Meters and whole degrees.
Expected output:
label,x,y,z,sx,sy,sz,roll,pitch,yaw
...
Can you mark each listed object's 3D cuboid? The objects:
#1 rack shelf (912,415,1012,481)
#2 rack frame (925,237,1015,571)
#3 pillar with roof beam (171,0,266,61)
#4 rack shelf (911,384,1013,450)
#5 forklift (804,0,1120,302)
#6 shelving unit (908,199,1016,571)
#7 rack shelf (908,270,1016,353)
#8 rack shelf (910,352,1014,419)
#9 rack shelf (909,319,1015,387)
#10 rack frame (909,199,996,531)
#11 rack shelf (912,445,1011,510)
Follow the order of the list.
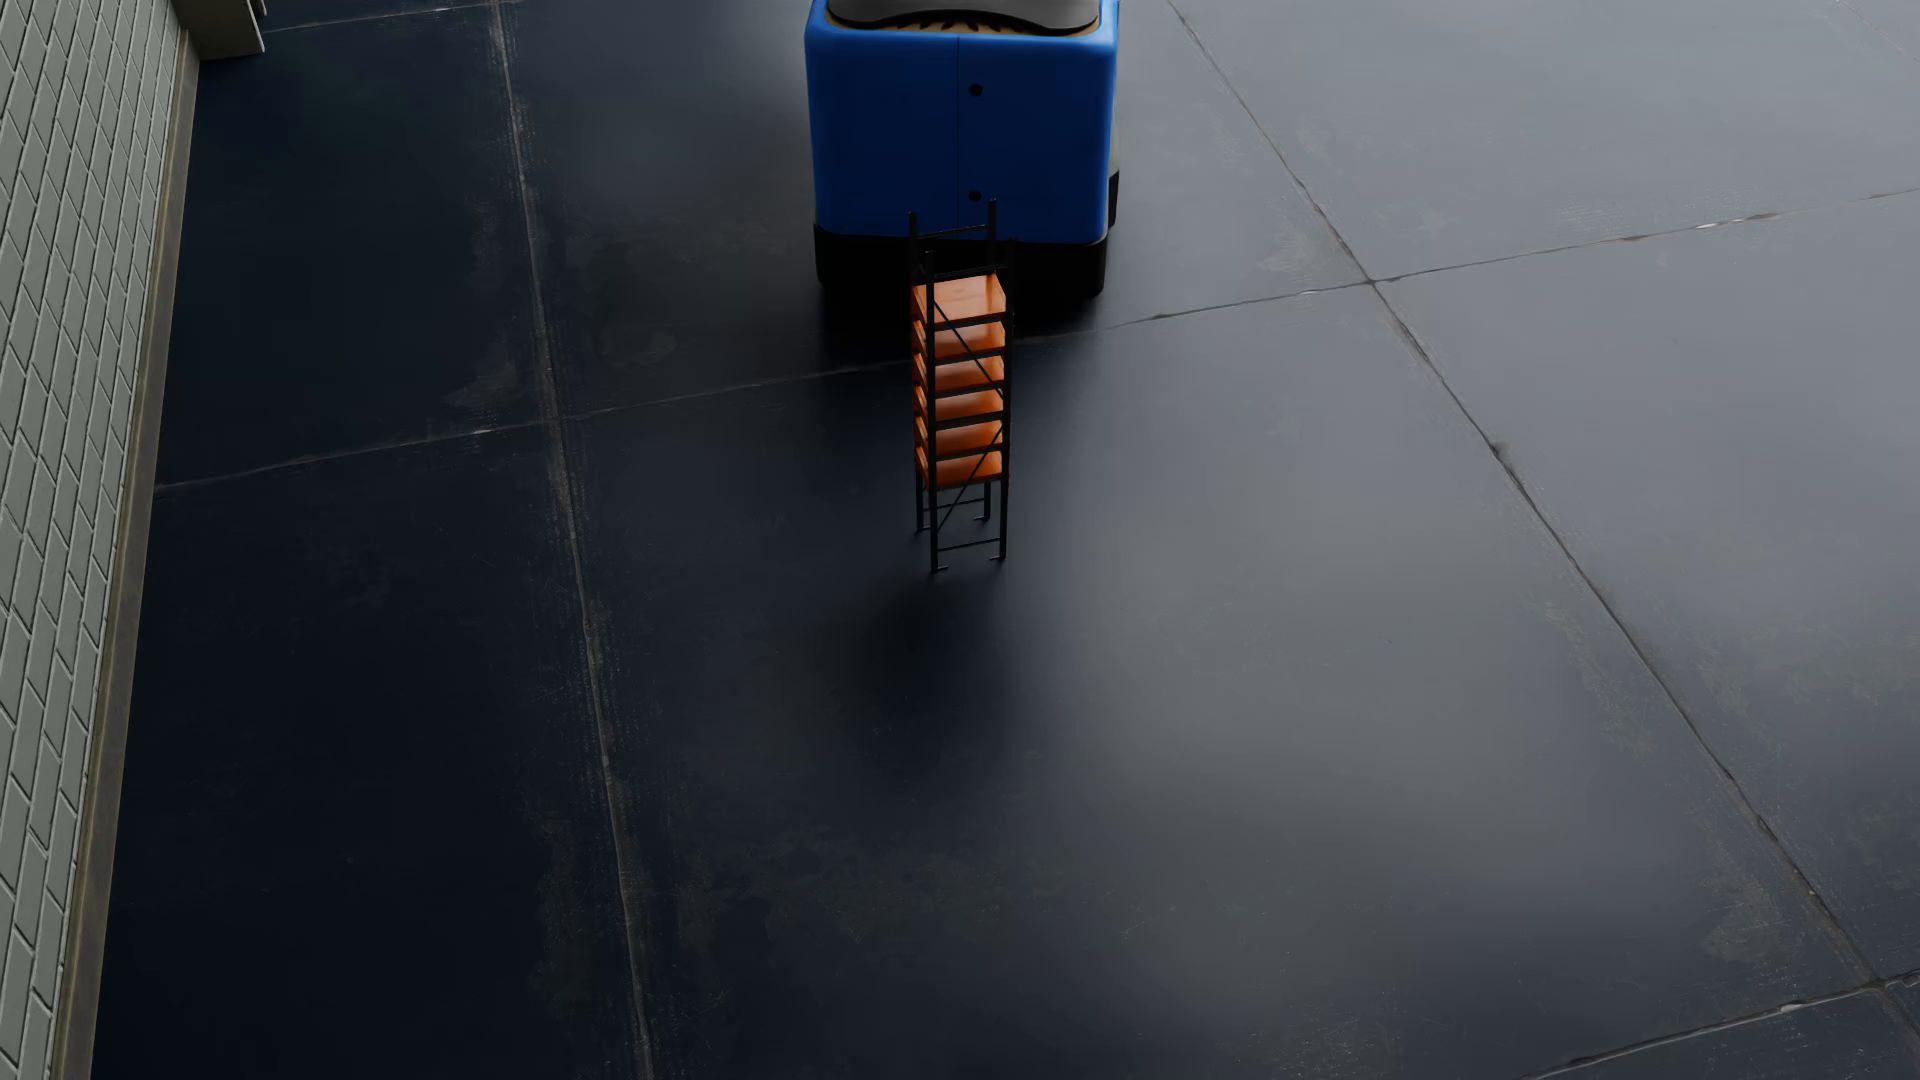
label,x,y,z,sx,sy,sz,roll,pitch,yaw
rack shelf,0.004,-0.295,4.929,0.258,0.103,0.180,-11,47,-10
rack frame,0.027,-0.347,4.750,0.240,1.200,0.006,-11,47,-10
pillar with roof beam,0.878,-6.204,5.029,9.100,9.000,0.400,-11,47,-10
rack shelf,0.004,-0.379,4.843,0.258,0.103,0.180,-11,47,-10
forklift,0.100,-2.933,6.072,1.130,2.935,3.031,3,46,3
shelving unit,0.004,-0.410,4.812,0.258,1.200,0.189,-11,47,-10
rack shelf,0.004,-0.631,4.586,0.258,0.103,0.180,-11,47,-10
rack shelf,0.004,-0.463,4.758,0.258,0.103,0.180,-11,47,-10
rack shelf,0.004,-0.547,4.672,0.258,0.103,0.180,-11,47,-10
rack frame,-0.020,-0.473,4.874,0.240,1.200,0.006,-11,47,-10
rack shelf,0.004,-0.211,5.015,0.258,0.103,0.180,-11,47,-10
